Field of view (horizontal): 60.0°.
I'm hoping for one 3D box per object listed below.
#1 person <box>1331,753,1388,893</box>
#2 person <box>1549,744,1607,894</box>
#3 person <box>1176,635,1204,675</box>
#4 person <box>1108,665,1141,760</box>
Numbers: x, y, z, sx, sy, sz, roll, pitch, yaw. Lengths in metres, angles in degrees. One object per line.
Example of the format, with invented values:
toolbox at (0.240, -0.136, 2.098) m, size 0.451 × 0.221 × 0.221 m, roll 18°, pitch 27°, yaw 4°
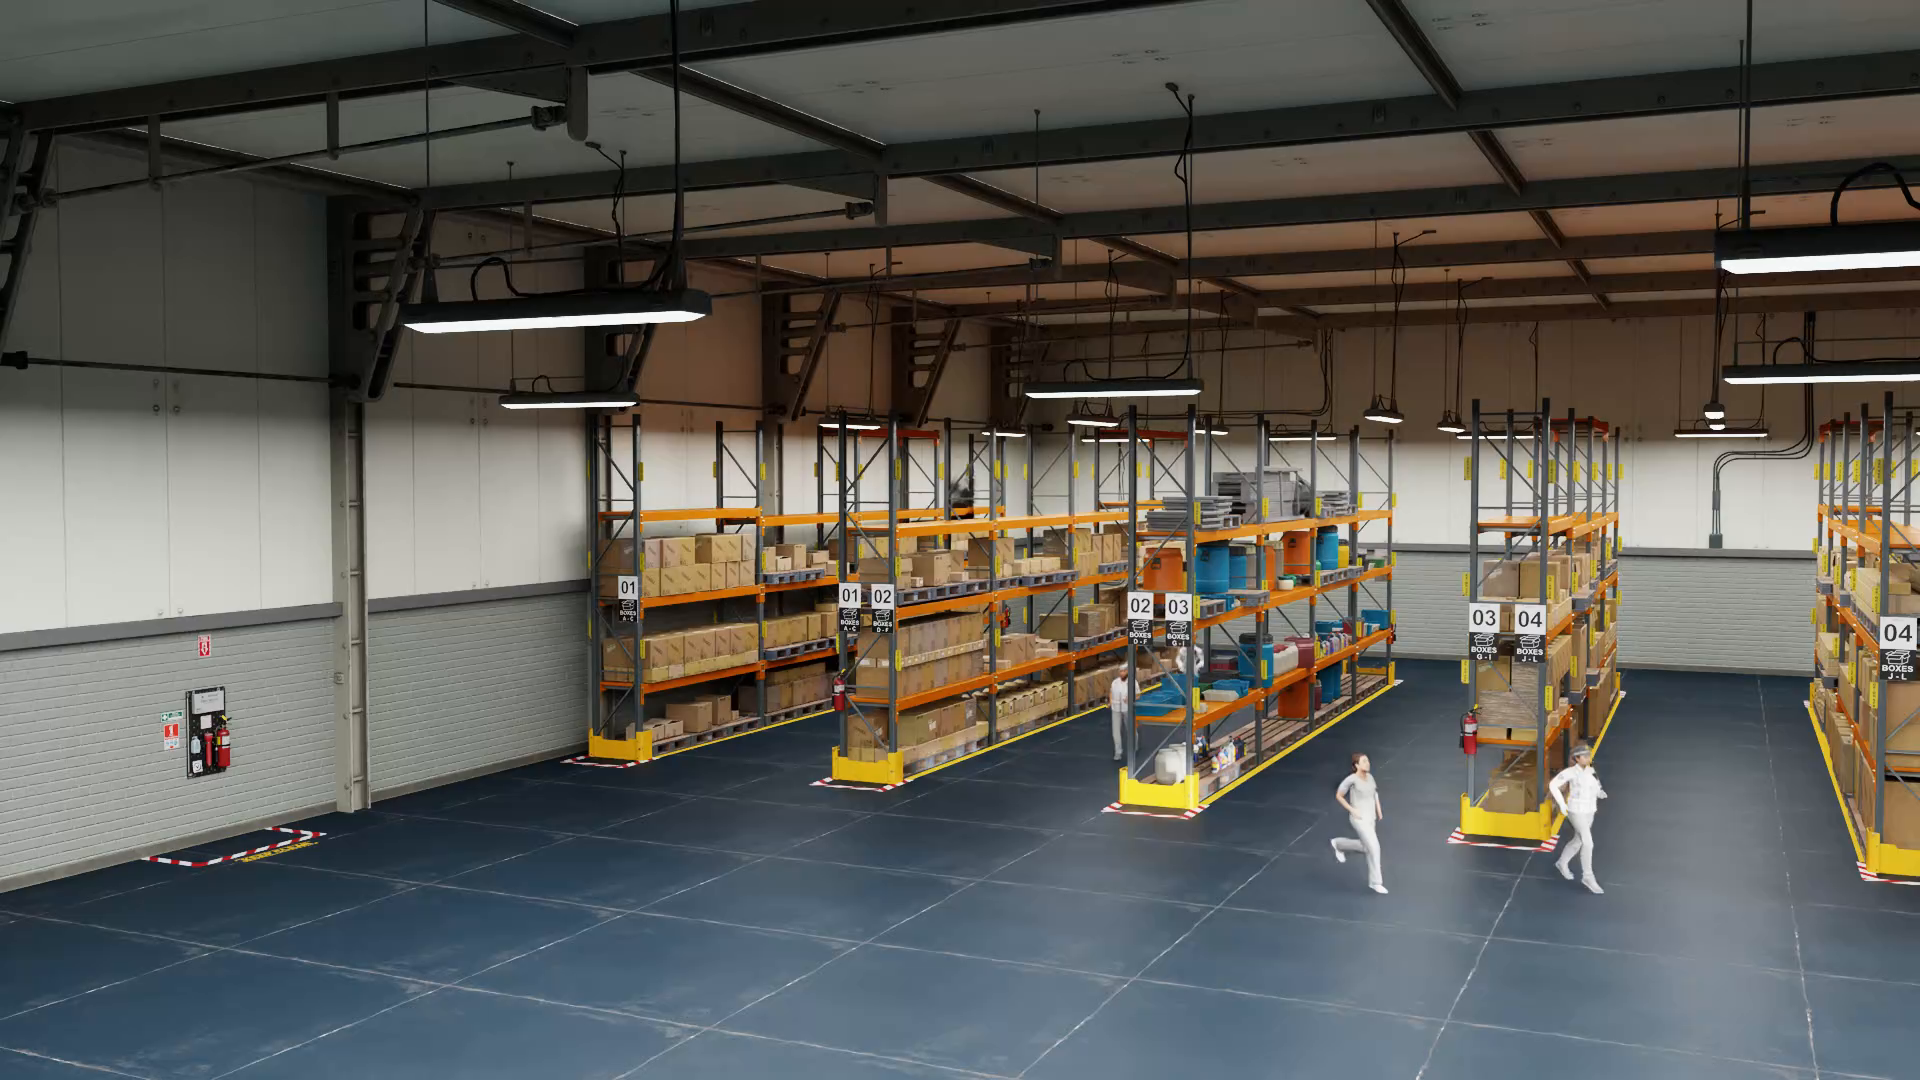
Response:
person at (4.826, 3.381, 20.110) m, size 0.554 × 1.645 × 0.921 m, roll -2°, pitch 3°, yaw -39°
person at (7.475, 3.315, 20.050) m, size 0.591 × 1.731 × 0.800 m, roll -1°, pitch 3°, yaw -30°
person at (4.792, 2.758, 34.606) m, size 0.614 × 1.636 × 0.572 m, roll 1°, pitch 2°, yaw 15°
person at (2.858, 2.989, 29.035) m, size 0.620 × 1.632 × 0.784 m, roll 1°, pitch 3°, yaw 20°
